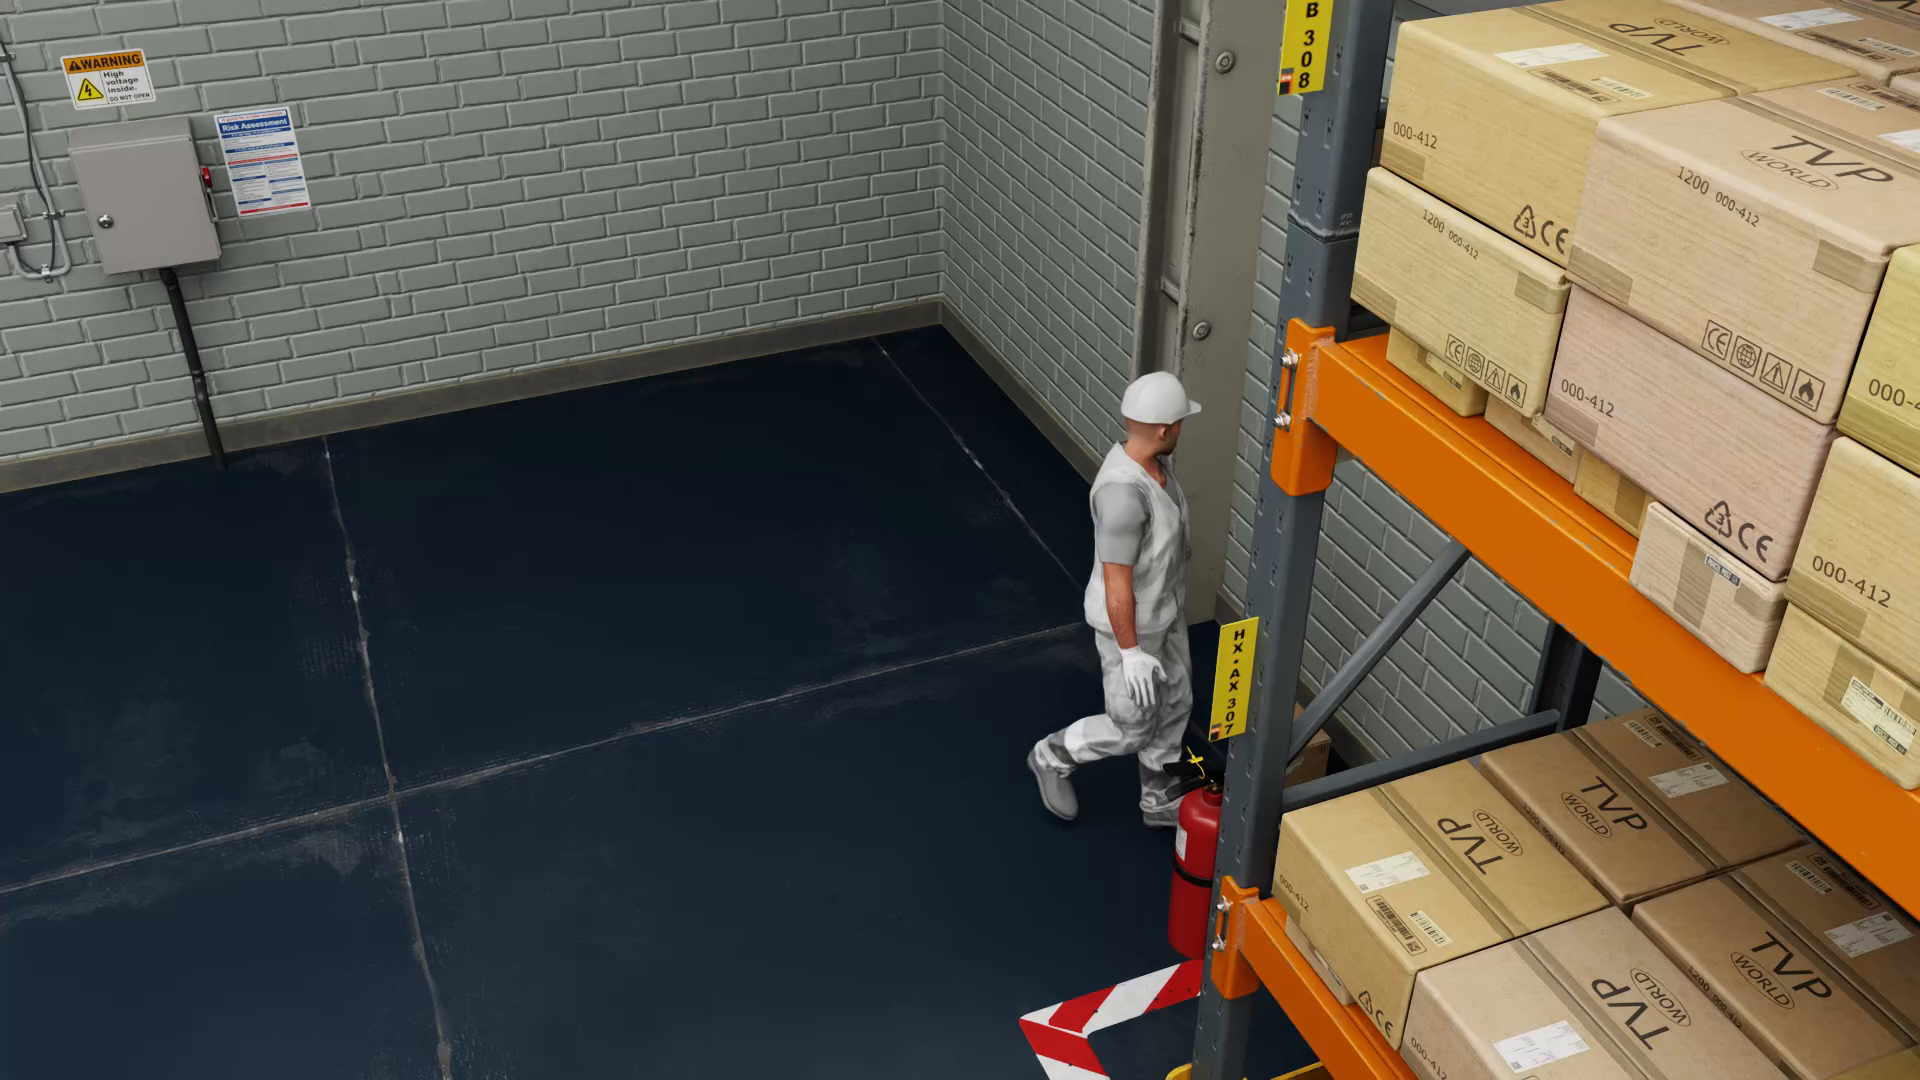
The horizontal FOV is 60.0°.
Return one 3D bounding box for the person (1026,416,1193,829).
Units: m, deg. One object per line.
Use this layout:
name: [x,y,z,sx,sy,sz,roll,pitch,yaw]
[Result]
person: [0.601,0.310,5.701,0.741,1.731,0.666,12,35,18]
